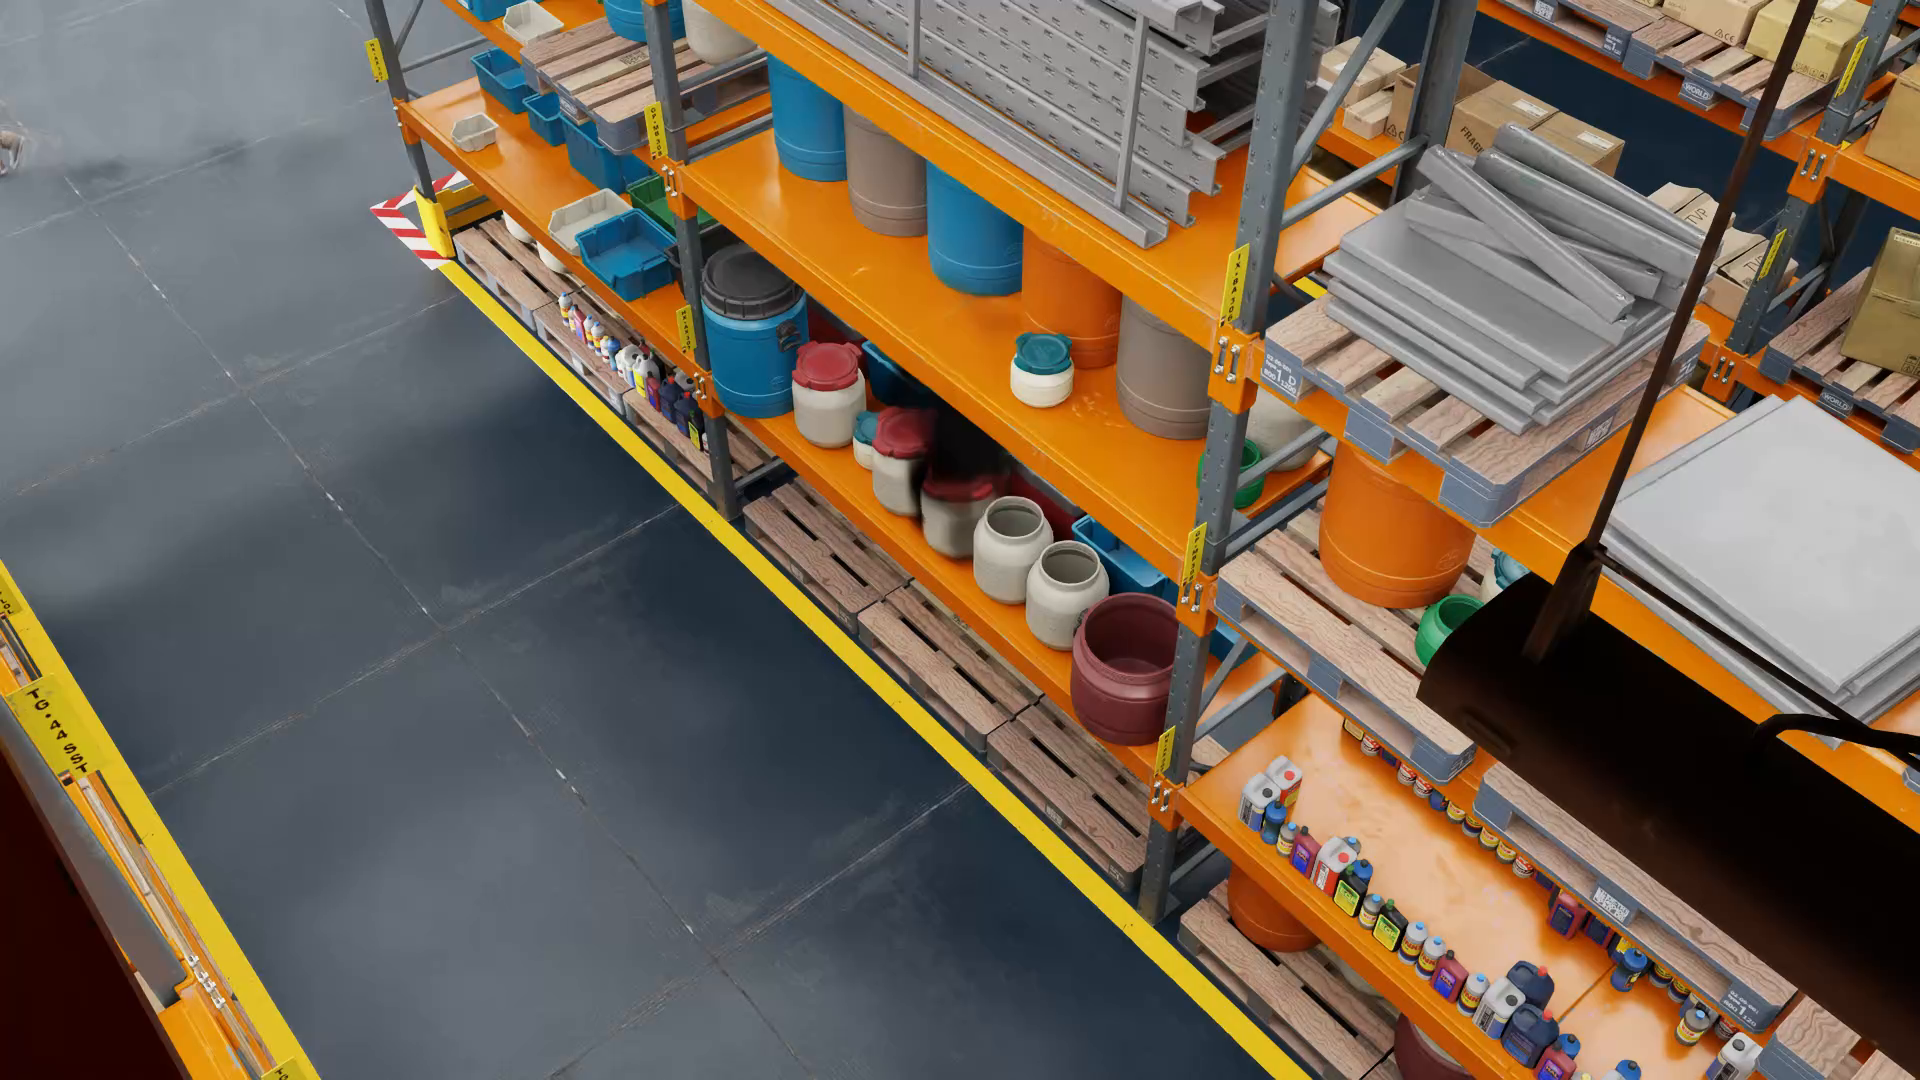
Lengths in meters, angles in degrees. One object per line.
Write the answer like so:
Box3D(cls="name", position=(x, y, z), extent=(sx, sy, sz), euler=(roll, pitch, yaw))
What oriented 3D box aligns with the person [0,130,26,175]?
Box3D(cls="person", position=(-7.961, -3.622, 13.271), extent=(0.612, 1.705, 0.658), euler=(-3, 47, -3))
